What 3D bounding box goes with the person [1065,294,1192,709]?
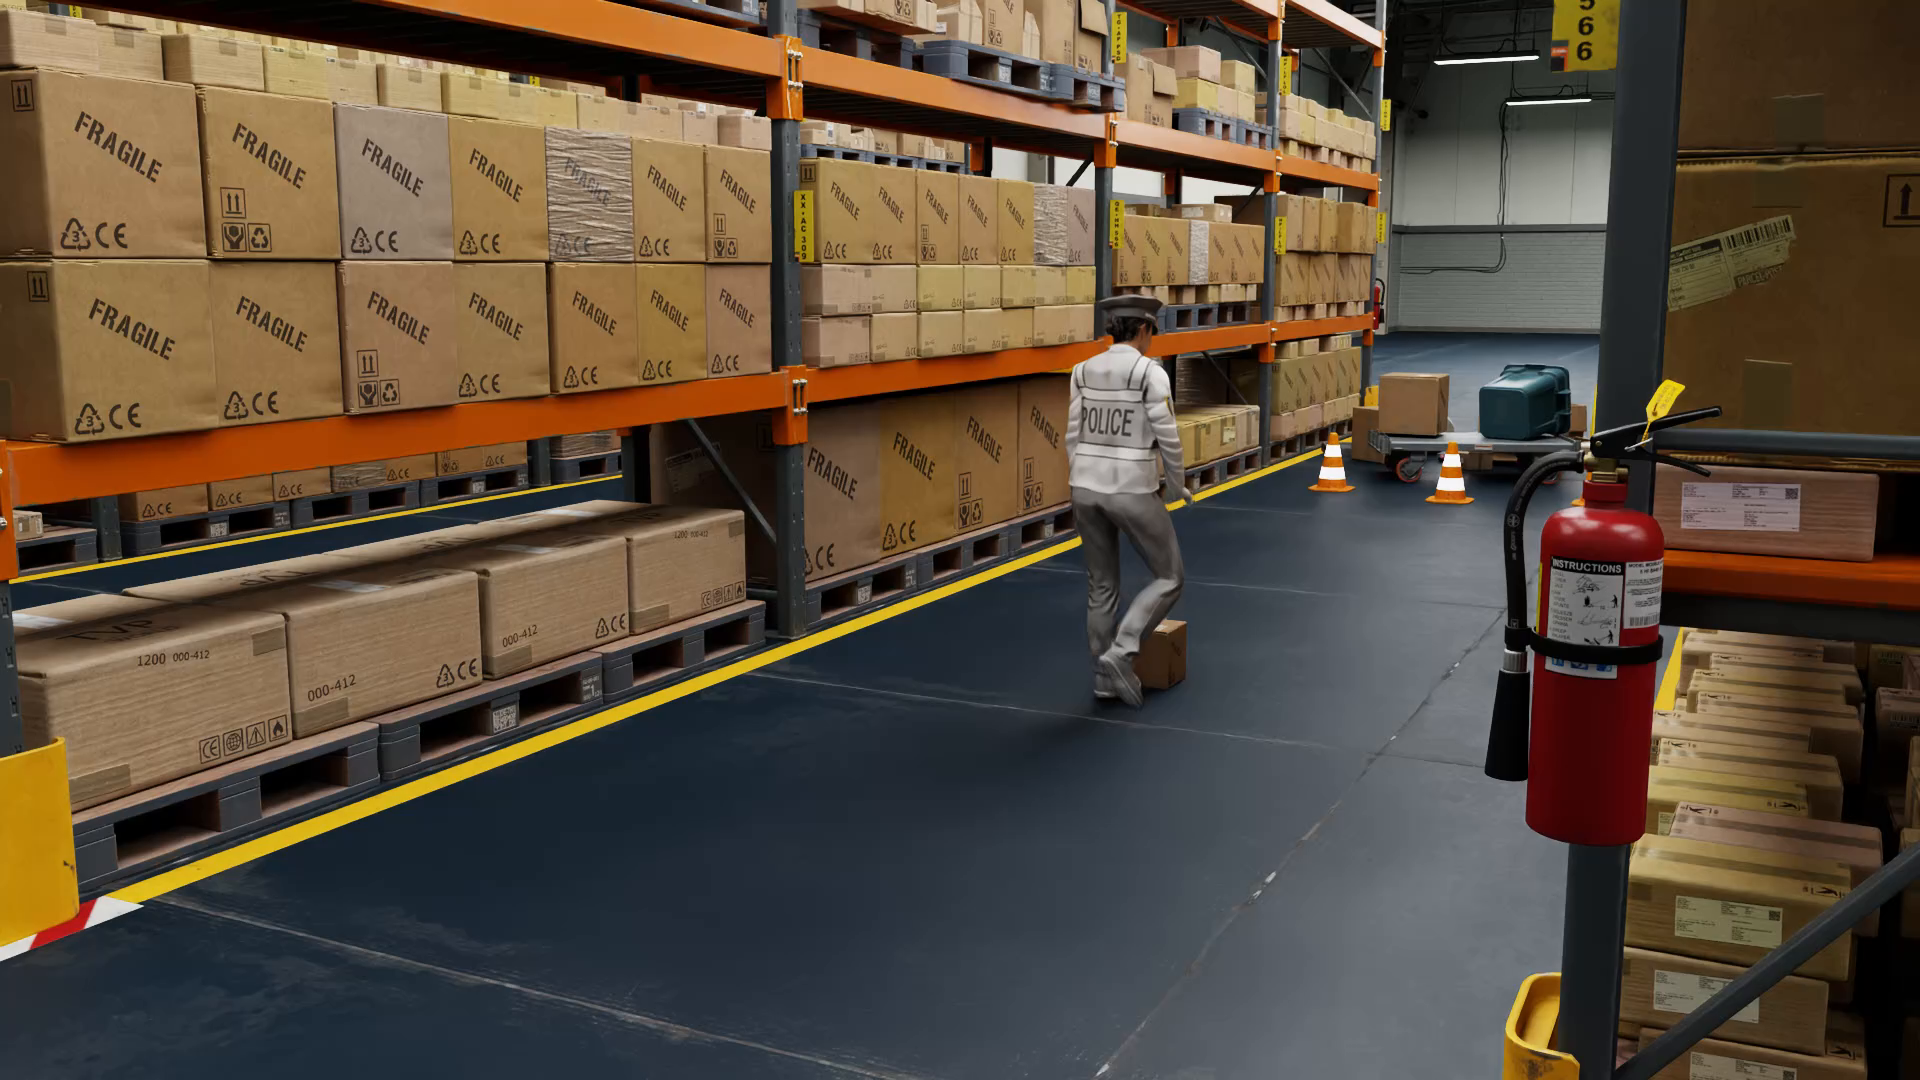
[{"bbox_3d":[0.666,-0.157,6.756,0.500,1.653,0.548,7,11,37],"label":"person"}]
